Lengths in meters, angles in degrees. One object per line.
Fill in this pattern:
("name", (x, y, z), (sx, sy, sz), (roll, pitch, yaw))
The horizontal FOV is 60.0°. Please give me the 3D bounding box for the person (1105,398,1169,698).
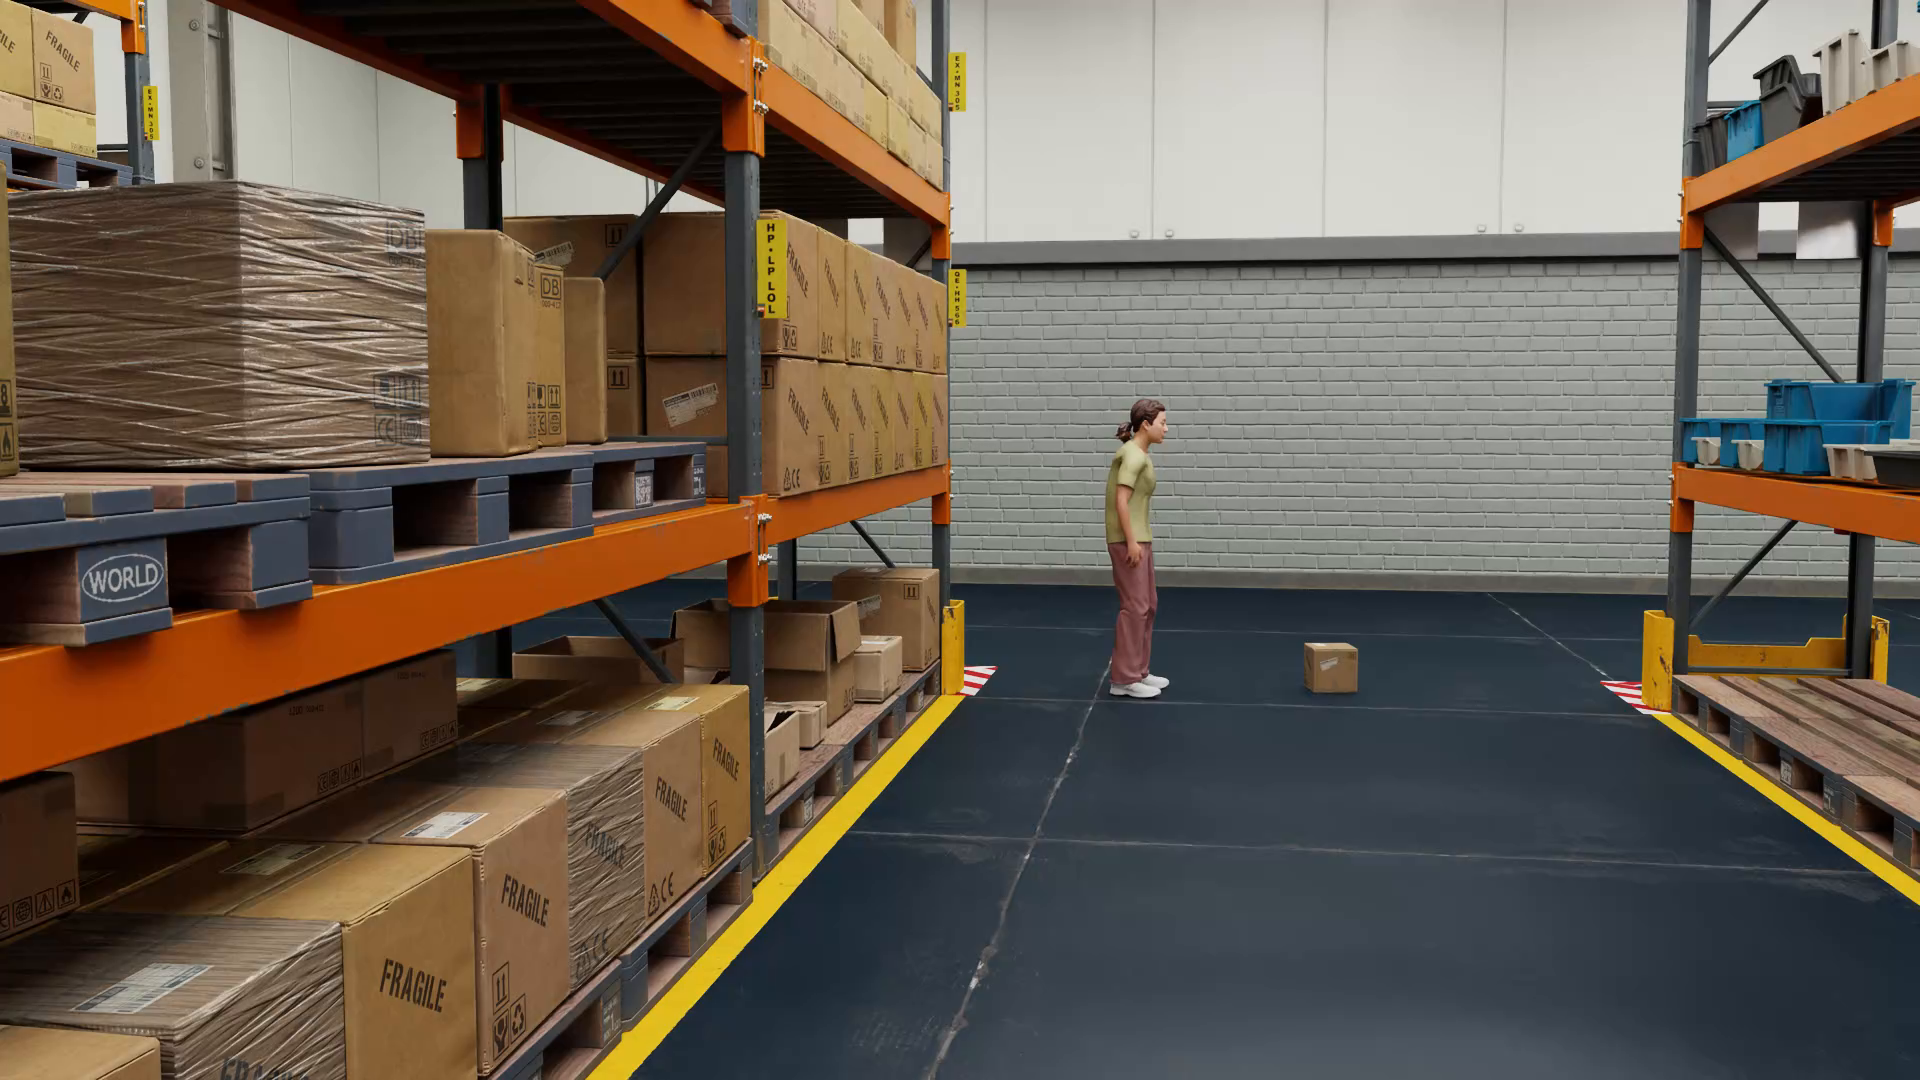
("person", (1.007, 0.032, 9.464), (0.358, 1.671, 0.519), (1, 5, 13))
